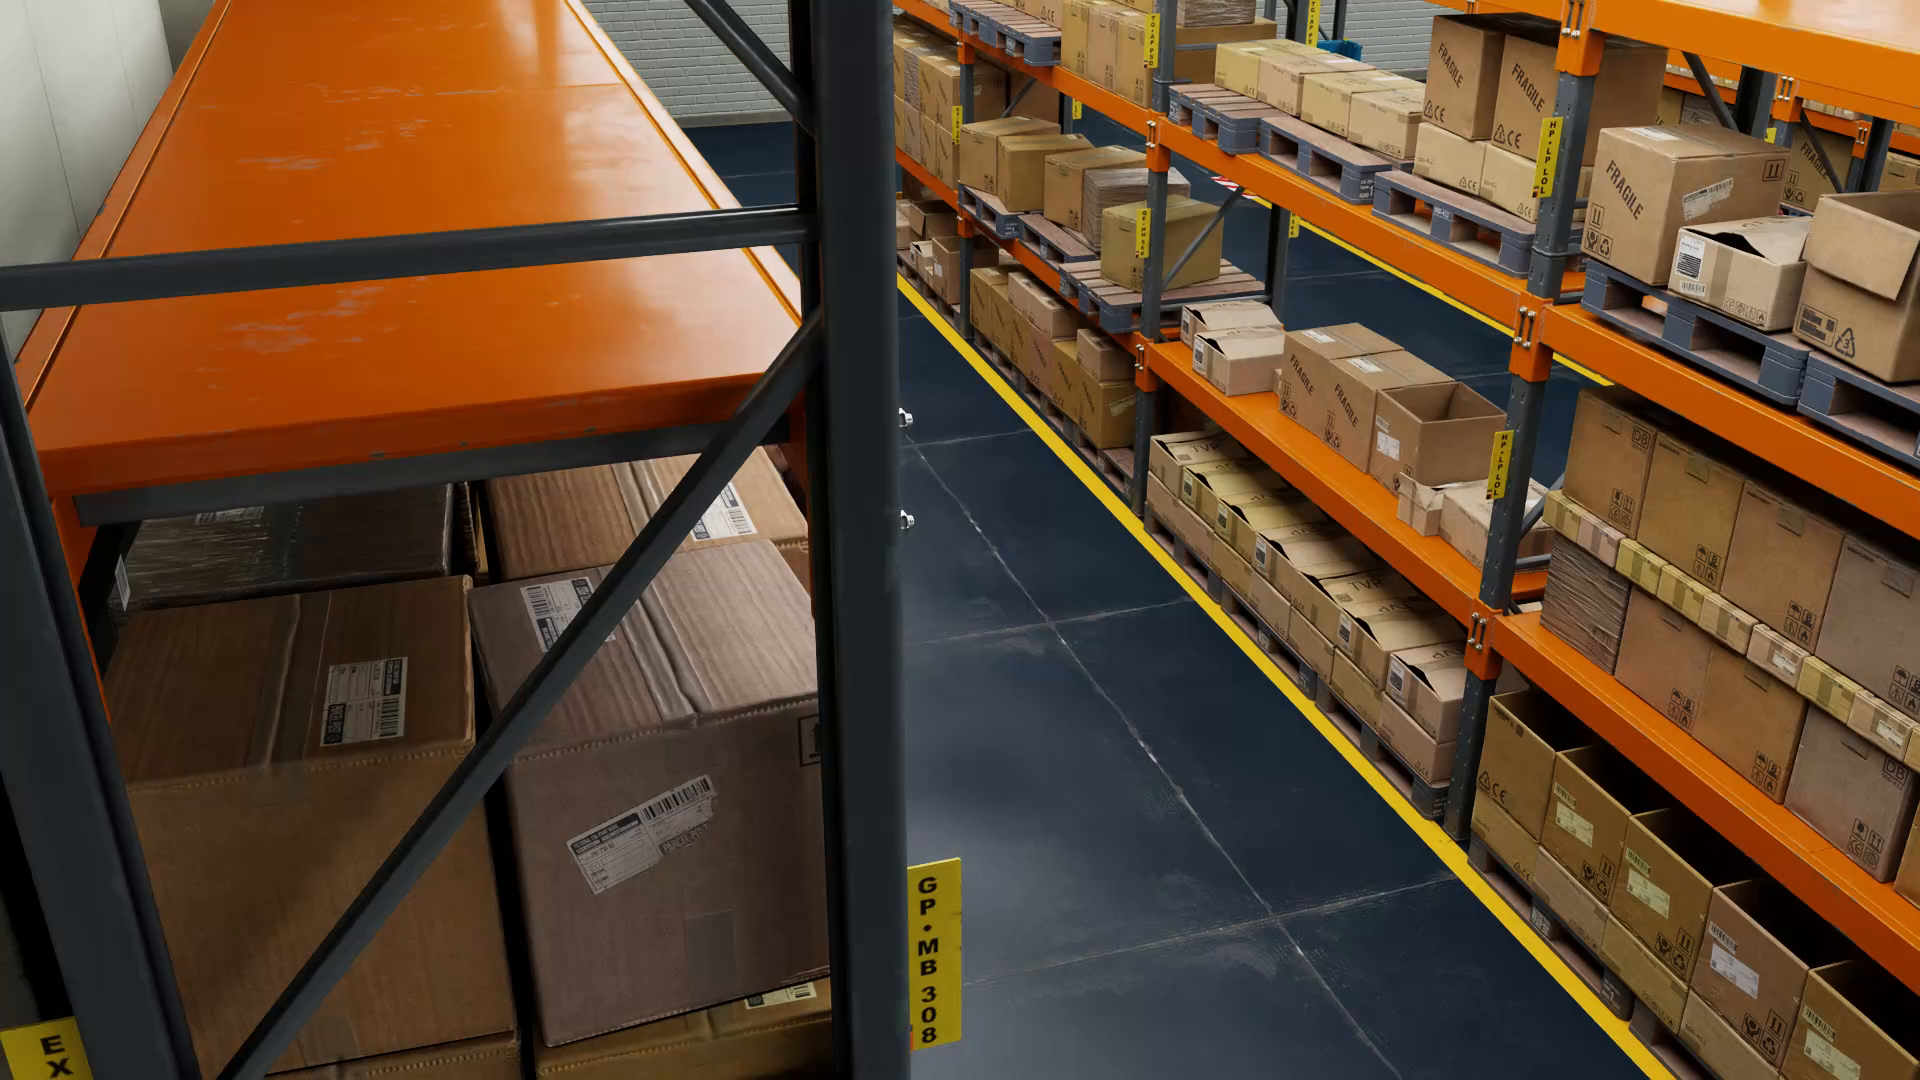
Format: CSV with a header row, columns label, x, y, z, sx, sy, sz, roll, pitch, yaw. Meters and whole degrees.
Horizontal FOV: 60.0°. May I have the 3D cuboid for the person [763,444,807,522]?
label,x,y,z,sx,sy,sz,roll,pitch,yaw
person,-0.832,0.074,9.474,0.588,1.577,0.623,-8,27,-16
